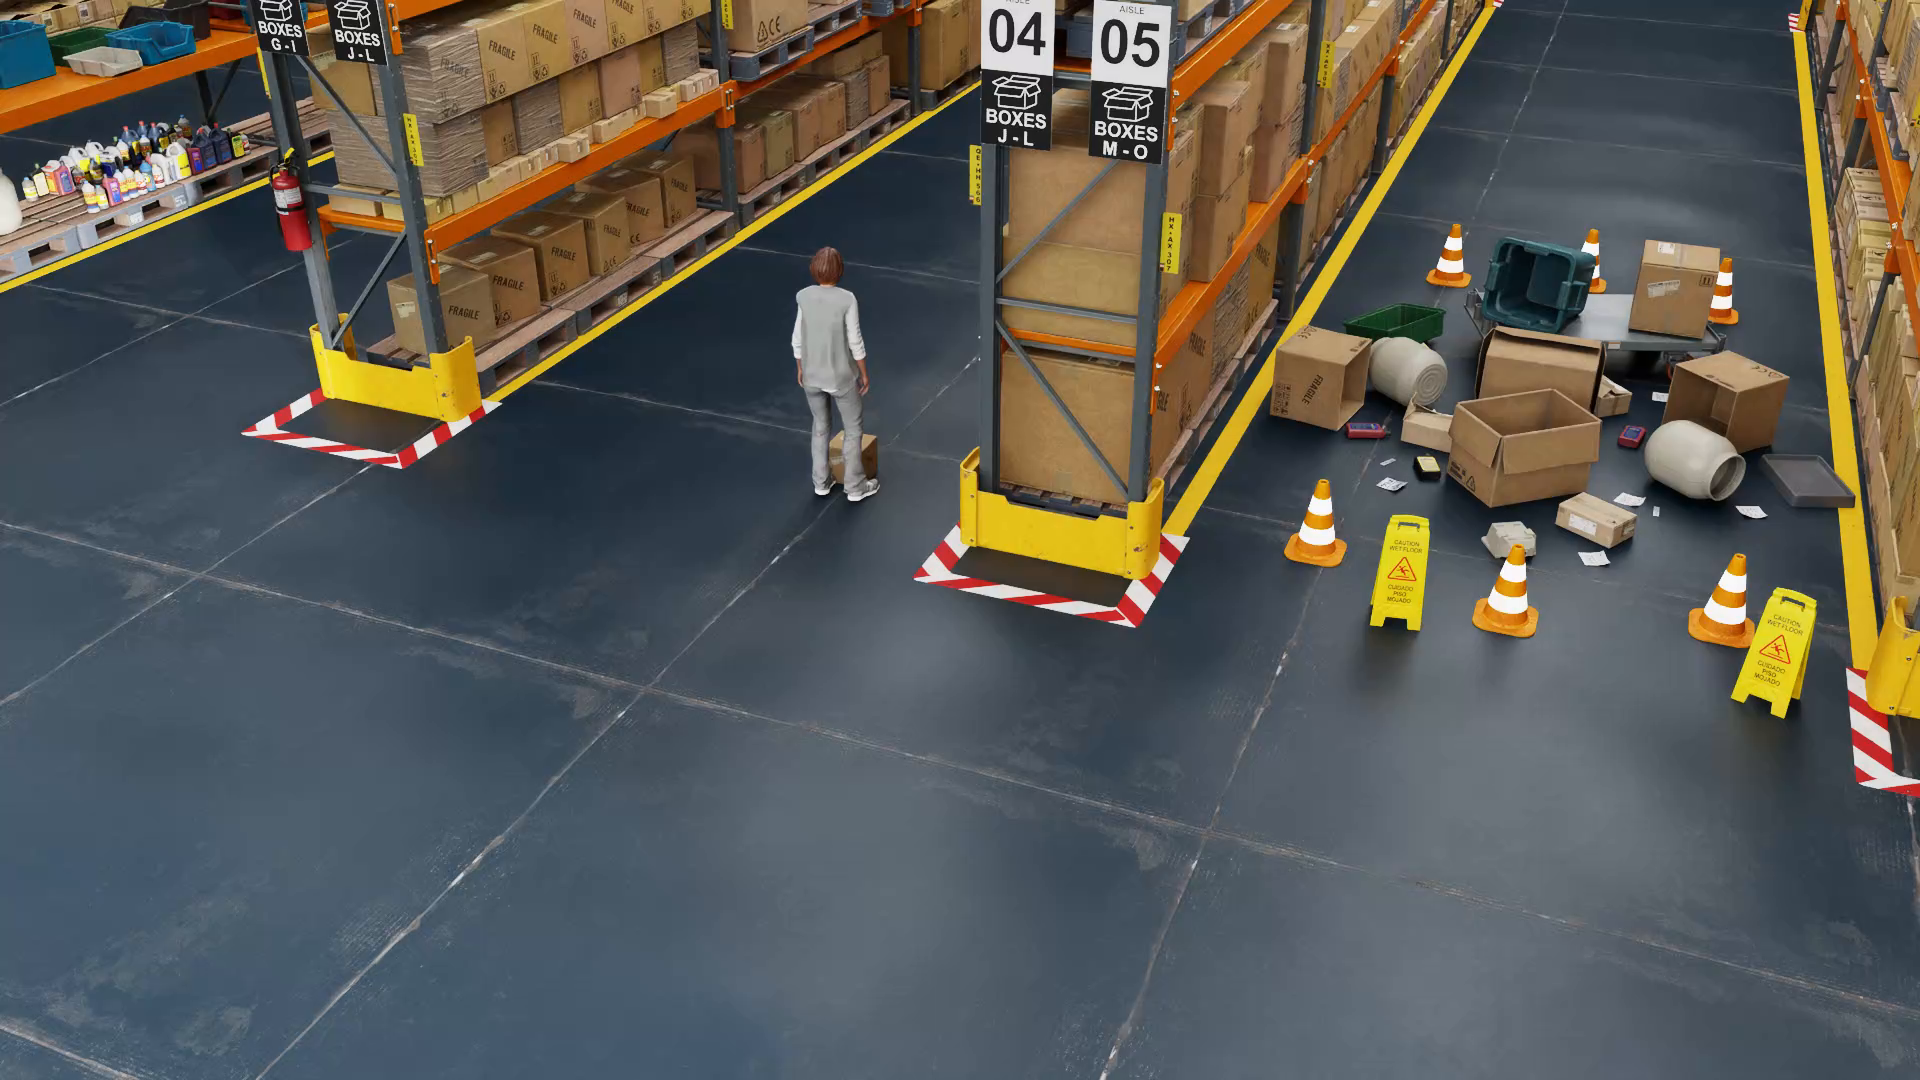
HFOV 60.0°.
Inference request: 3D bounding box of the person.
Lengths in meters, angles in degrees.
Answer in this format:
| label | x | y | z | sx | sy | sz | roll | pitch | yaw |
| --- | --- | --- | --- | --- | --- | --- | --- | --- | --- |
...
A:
| label | x | y | z | sx | sy | sz | roll | pitch | yaw |
| --- | --- | --- | --- | --- | --- | --- | --- | --- | --- |
| person | -0.775 | -0.992 | 10.111 | 0.485 | 1.593 | 0.344 | 10 | 31 | 16 |
